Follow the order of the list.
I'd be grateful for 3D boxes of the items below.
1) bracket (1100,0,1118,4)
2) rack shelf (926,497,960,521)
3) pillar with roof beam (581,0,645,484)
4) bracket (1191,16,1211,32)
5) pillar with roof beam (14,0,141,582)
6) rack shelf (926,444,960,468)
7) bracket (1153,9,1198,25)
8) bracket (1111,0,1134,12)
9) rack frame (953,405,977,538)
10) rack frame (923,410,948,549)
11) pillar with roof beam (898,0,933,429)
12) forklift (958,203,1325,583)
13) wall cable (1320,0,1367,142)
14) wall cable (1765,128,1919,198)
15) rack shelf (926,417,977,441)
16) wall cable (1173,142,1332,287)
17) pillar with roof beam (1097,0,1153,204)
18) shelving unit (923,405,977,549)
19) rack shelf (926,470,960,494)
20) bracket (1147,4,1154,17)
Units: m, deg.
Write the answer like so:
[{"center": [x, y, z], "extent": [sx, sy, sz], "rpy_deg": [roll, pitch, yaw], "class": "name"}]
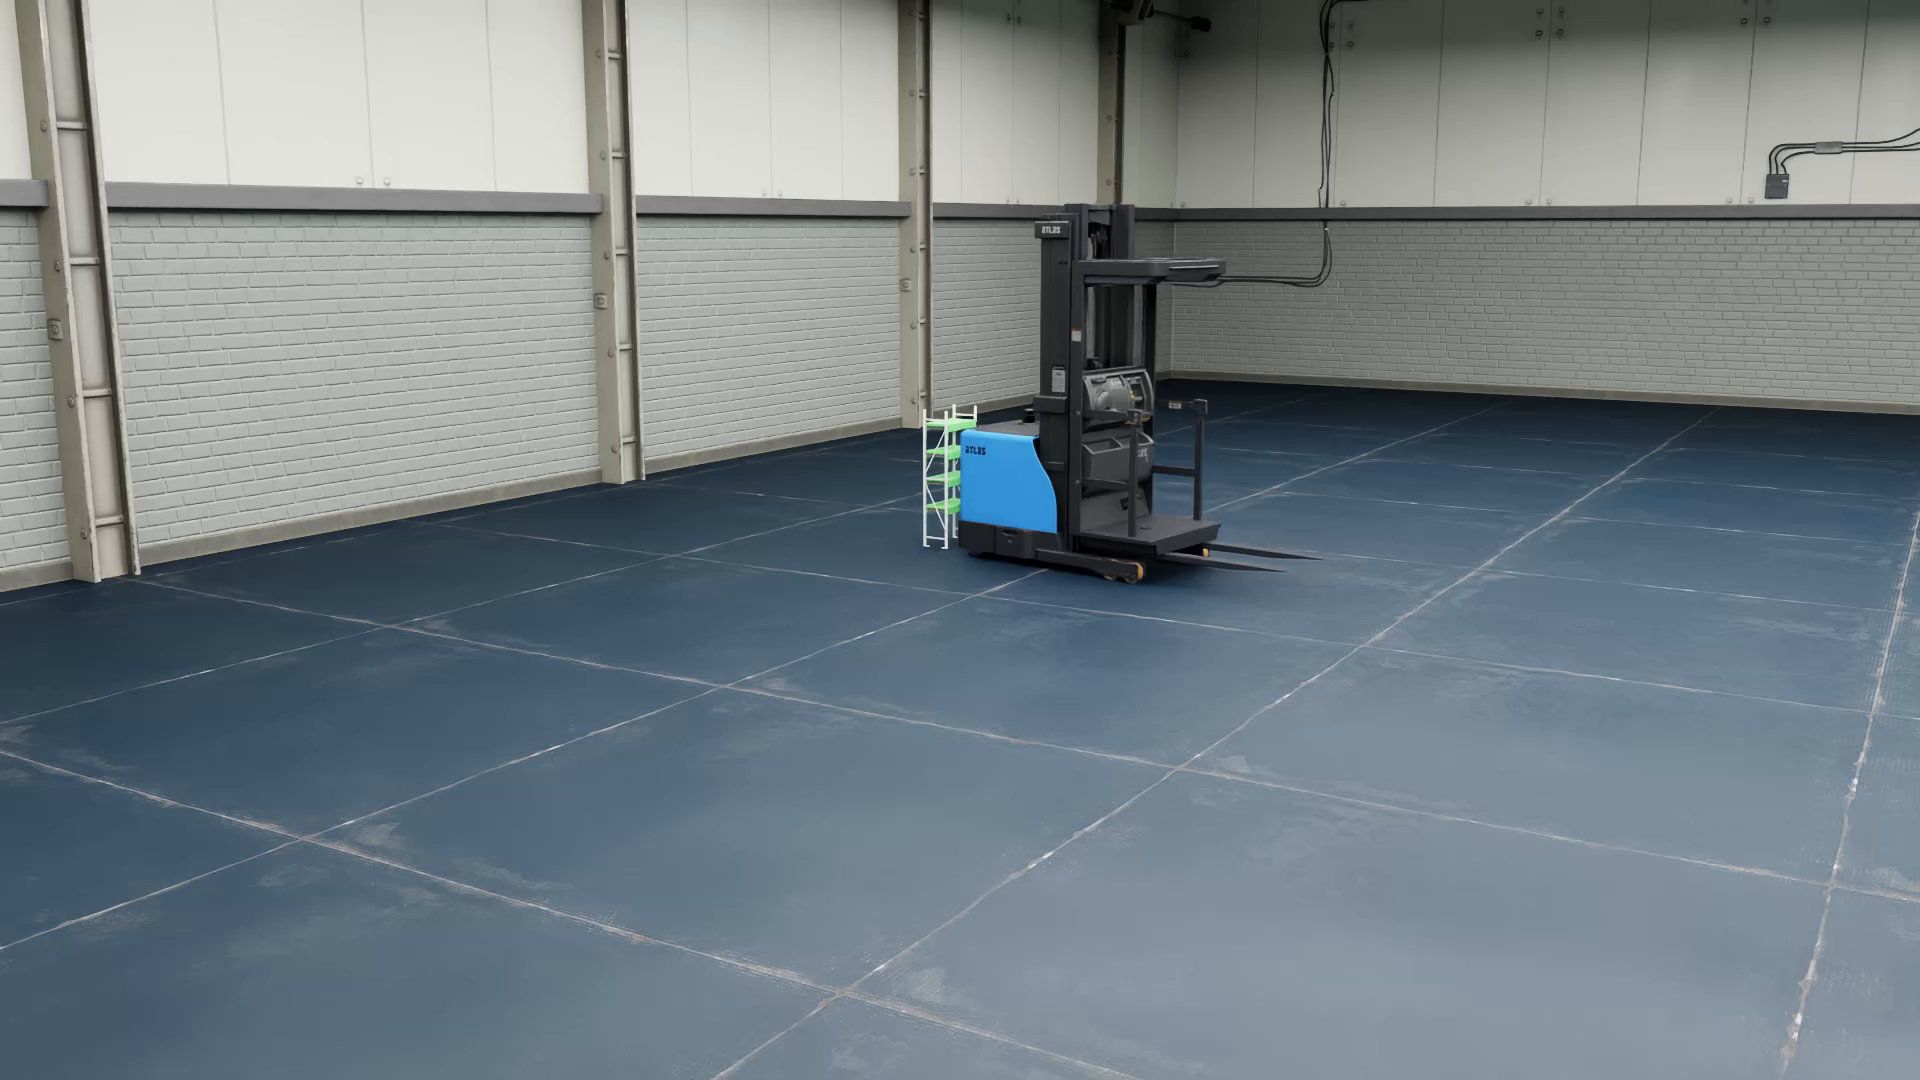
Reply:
[{"center": [1.259, -8.230, 24.593], "extent": [0.076, 0.066, 4.783], "rpy_deg": [6, 12, 31], "class": "bracket"}, {"center": [-0.086, -0.265, 14.675], "extent": [0.258, 0.148, 0.480], "rpy_deg": [6, 12, 31], "class": "rack shelf"}, {"center": [-0.042, -4.667, 15.341], "extent": [9.100, 9.000, 0.400], "rpy_deg": [6, 12, 31], "class": "pillar with roof beam"}, {"center": [4.258, -9.139, 29.446], "extent": [0.235, 0.232, 0.430], "rpy_deg": [6, 12, 31], "class": "bracket"}, {"center": [-3.157, -3.723, 10.301], "extent": [9.100, 9.000, 0.400], "rpy_deg": [6, 12, 31], "class": "pillar with roof beam"}, {"center": [-0.086, -0.737, 14.587], "extent": [0.258, 0.148, 0.480], "rpy_deg": [6, 12, 31], "class": "rack shelf"}, {"center": [3.951, -9.046, 28.950], "extent": [0.076, 0.066, 3.189], "rpy_deg": [6, 12, 31], "class": "bracket"}, {"center": [2.597, -8.635, 26.758], "extent": [0.235, 0.232, 0.430], "rpy_deg": [6, 12, 31], "class": "bracket"}, {"center": [0.041, -0.602, 14.824], "extent": [0.240, 1.200, 0.015], "rpy_deg": [6, 12, 31], "class": "rack frame"}, {"center": [-0.213, -0.525, 14.414], "extent": [0.240, 1.200, 0.015], "rpy_deg": [6, 12, 31], "class": "rack frame"}, {"center": [3.073, -5.610, 20.382], "extent": [9.100, 9.000, 0.400], "rpy_deg": [6, 12, 31], "class": "pillar with roof beam"}, {"center": [1.453, -1.211, 13.374], "extent": [3.031, 2.935, 1.130], "rpy_deg": [8, 14, 38], "class": "forklift"}, {"center": [7.481, -8.000, 27.859], "extent": [3.097, 2.526, 0.112], "rpy_deg": [6, 12, 31], "class": "wall cable"}, {"center": [13.274, -8.064, 24.248], "extent": [2.305, 6.003, 0.169], "rpy_deg": [6, 12, 31], "class": "wall cable"}, {"center": [-0.086, -0.973, 14.543], "extent": [0.258, 0.148, 0.480], "rpy_deg": [6, 12, 31], "class": "rack shelf"}, {"center": [5.168, -5.776, 29.705], "extent": [3.097, 2.526, 0.112], "rpy_deg": [6, 12, 31], "class": "wall cable"}, {"center": [6.188, -6.554, 25.422], "extent": [9.100, 9.000, 0.548], "rpy_deg": [6, 12, 31], "class": "pillar with roof beam"}, {"center": [-0.086, -0.564, 14.619], "extent": [0.258, 1.200, 0.503], "rpy_deg": [6, 12, 31], "class": "shelving unit"}, {"center": [-0.086, -0.501, 14.631], "extent": [0.258, 0.148, 0.480], "rpy_deg": [6, 12, 31], "class": "rack shelf"}, {"center": [3.028, -8.766, 27.455], "extent": [0.235, 0.232, 0.430], "rpy_deg": [6, 12, 31], "class": "bracket"}]
